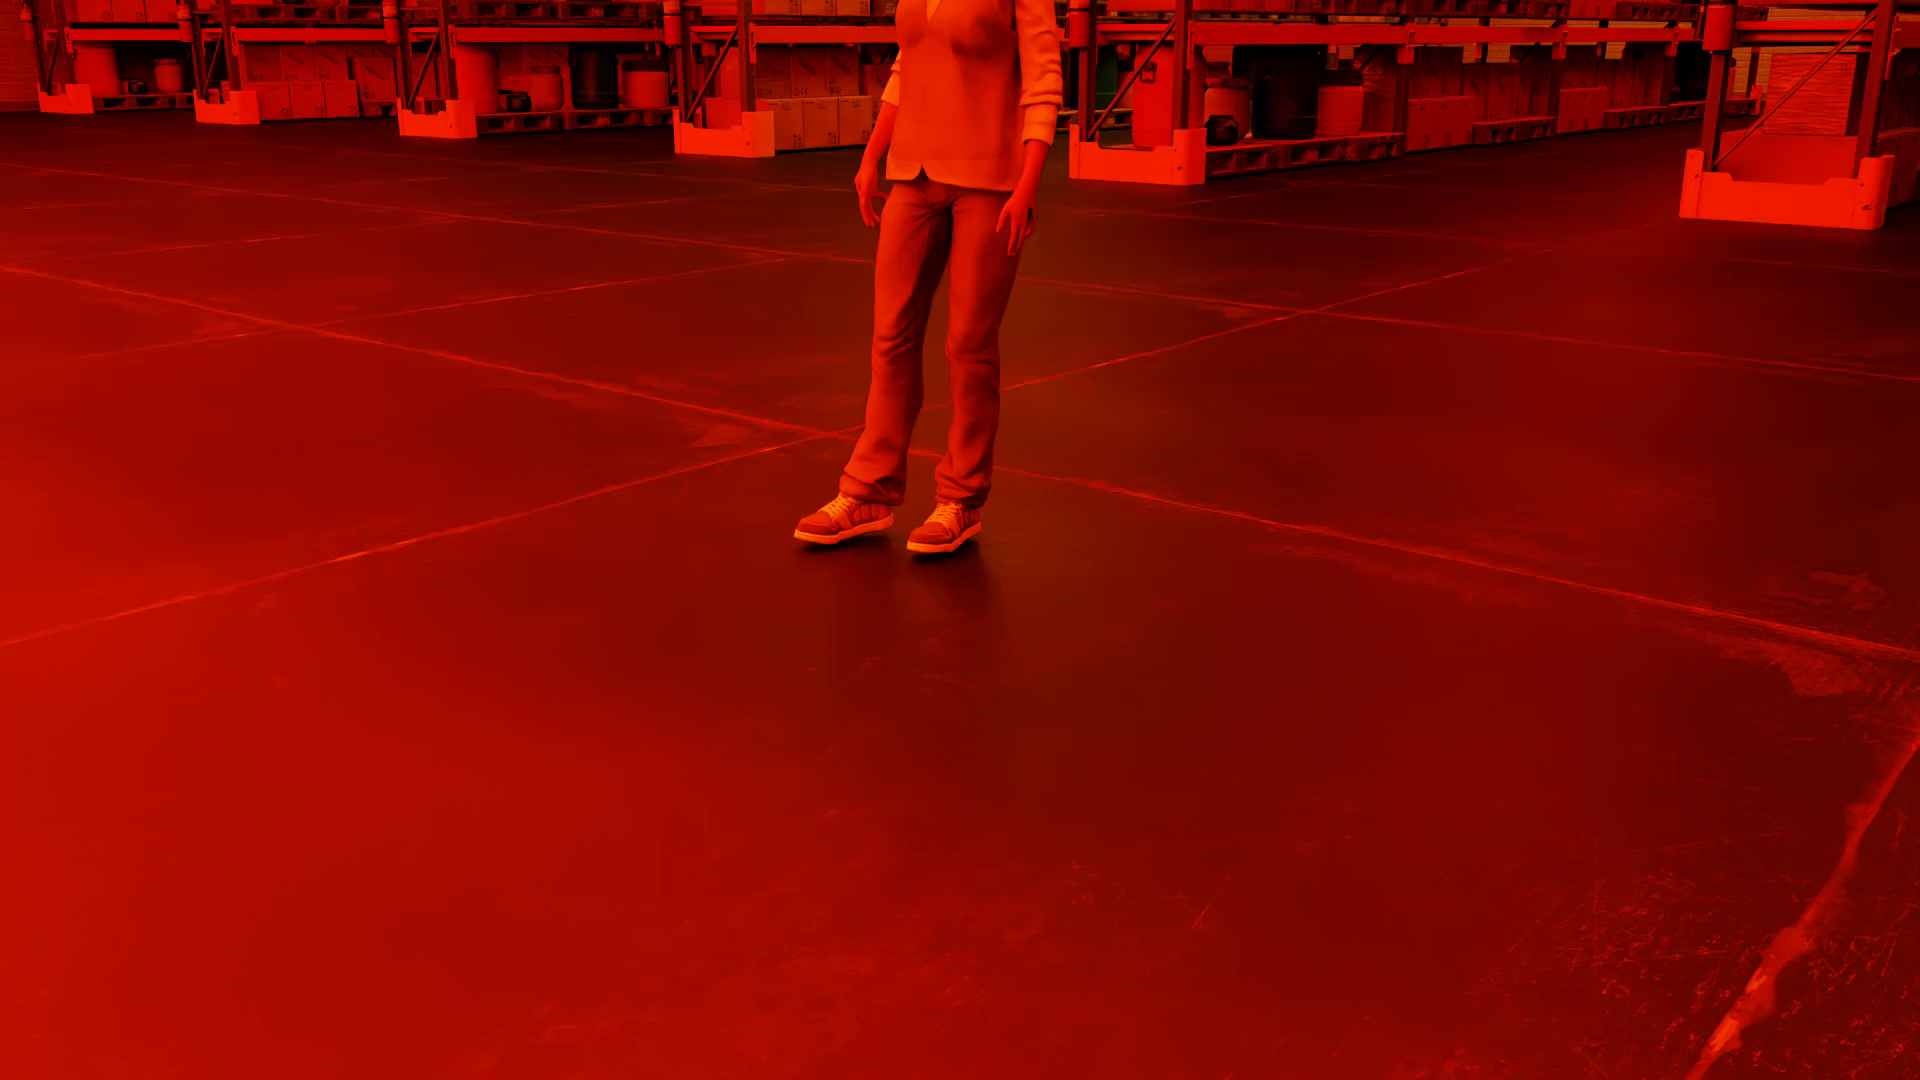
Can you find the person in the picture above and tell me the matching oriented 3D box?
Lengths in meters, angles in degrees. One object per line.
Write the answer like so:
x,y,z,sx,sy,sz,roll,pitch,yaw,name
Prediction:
-0.059,-0.757,3.661,0.520,1.599,0.473,13,21,37,person
